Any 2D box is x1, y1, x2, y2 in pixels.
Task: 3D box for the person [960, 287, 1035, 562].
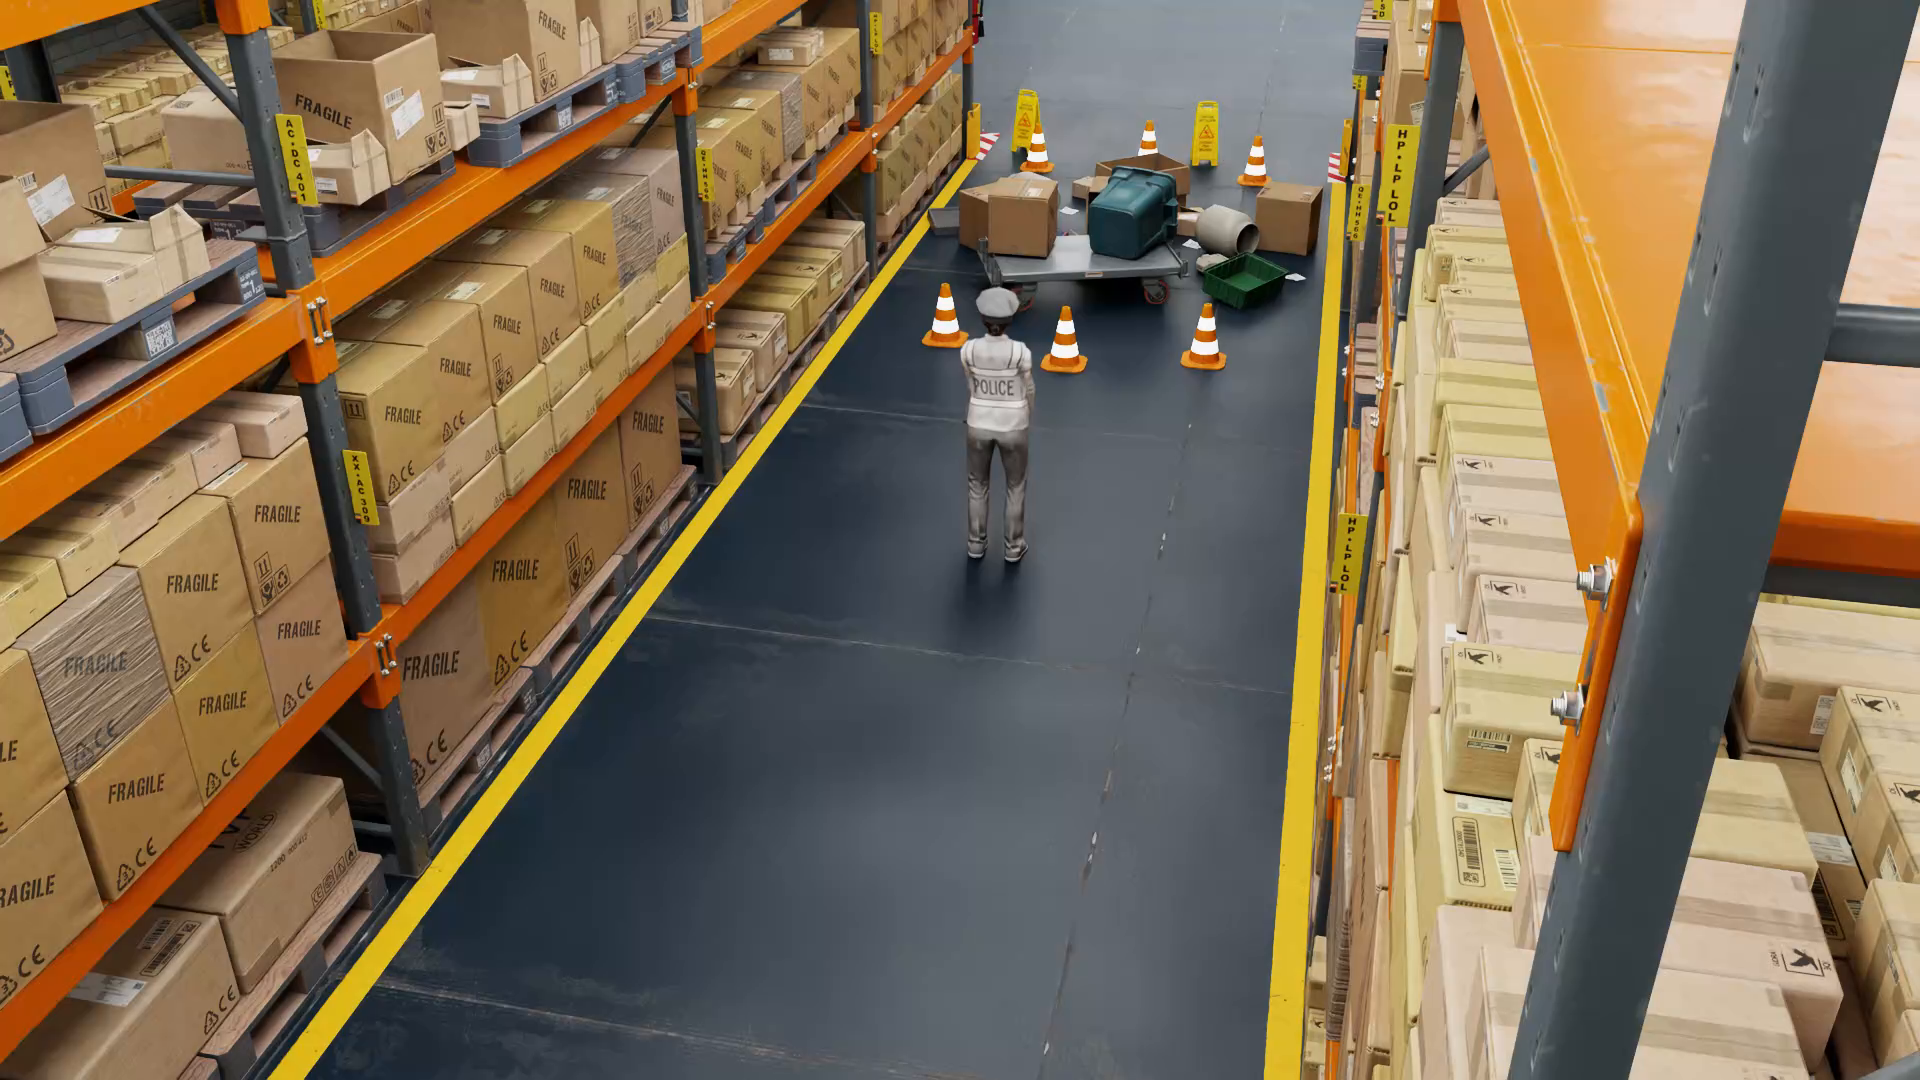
[{"bbox_3d":[0.226,-0.689,9.857,0.416,1.672,0.530,5,29,10],"label":"person"}]
